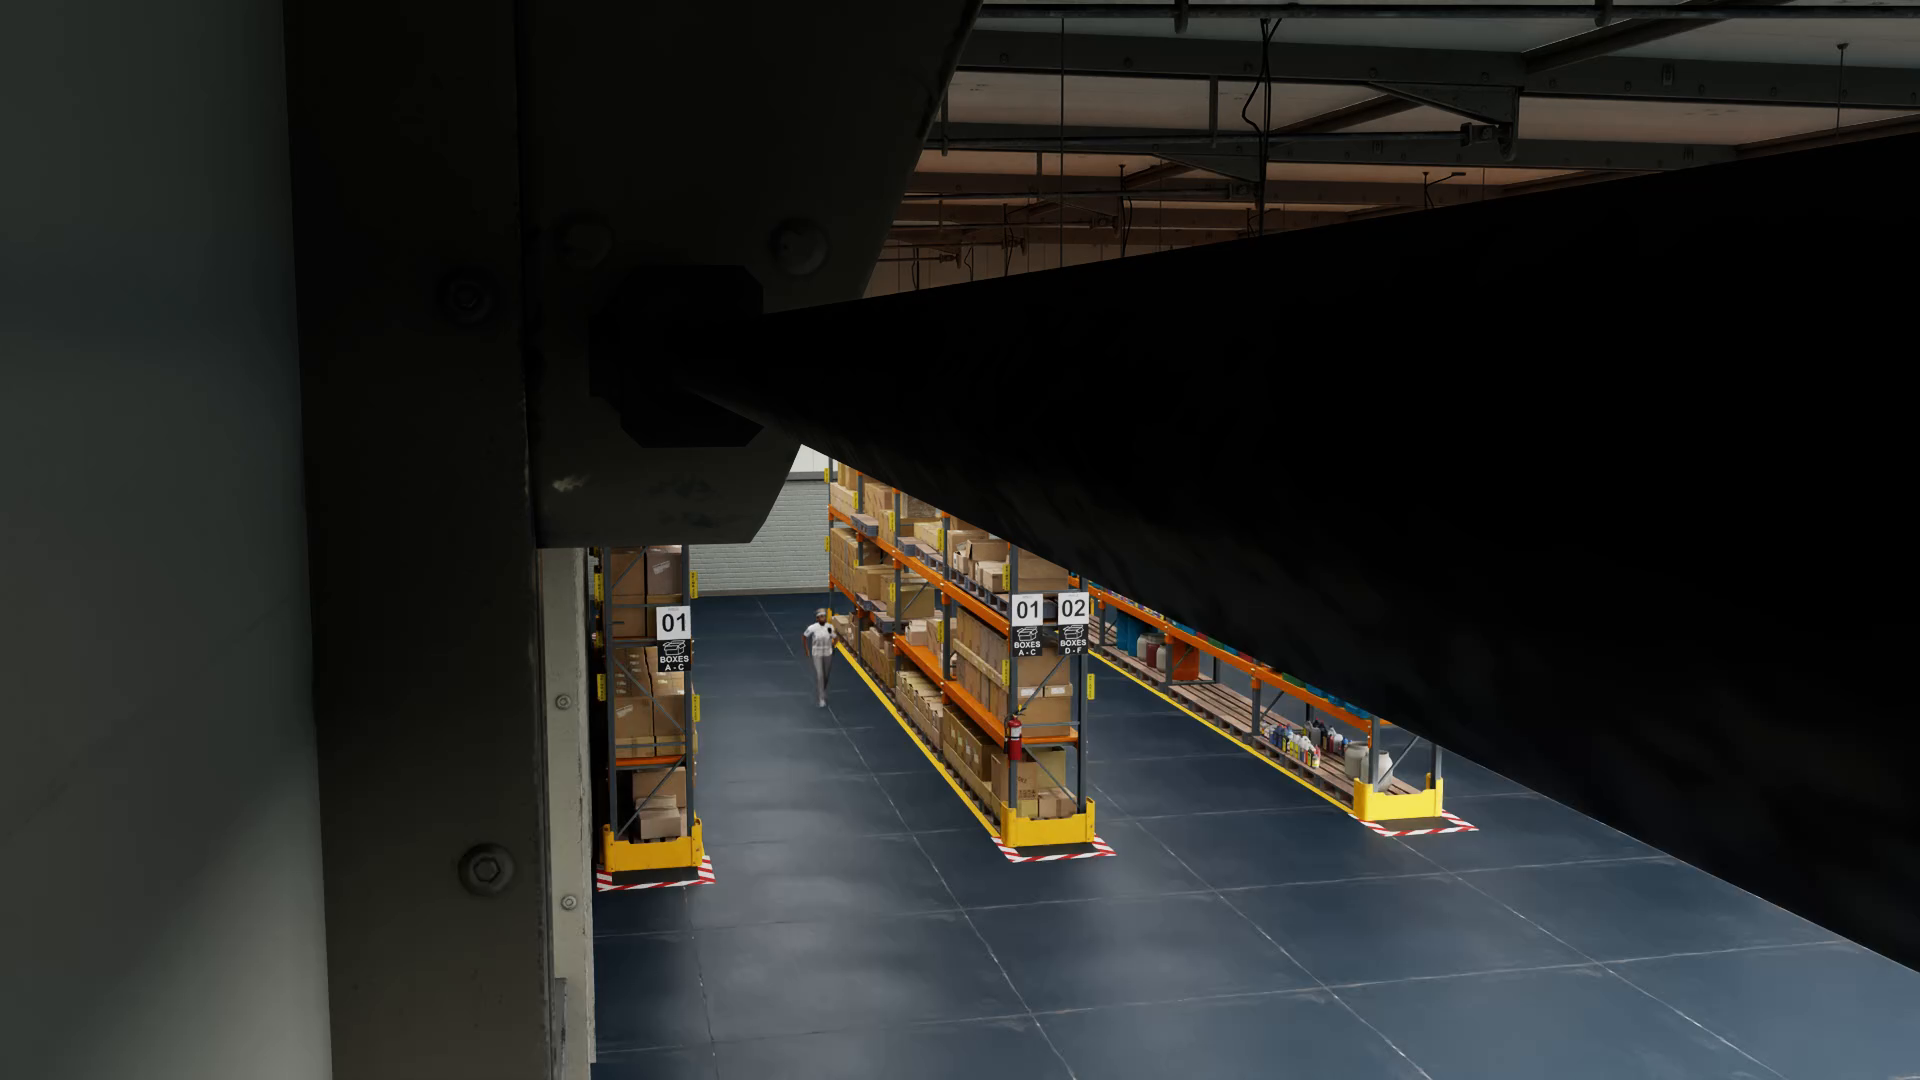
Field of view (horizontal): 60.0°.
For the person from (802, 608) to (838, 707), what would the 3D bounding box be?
[{"bbox_3d":[-2.428,2.016,29.129,0.630,1.654,1.028,-1,7,-11],"label":"person"}]
